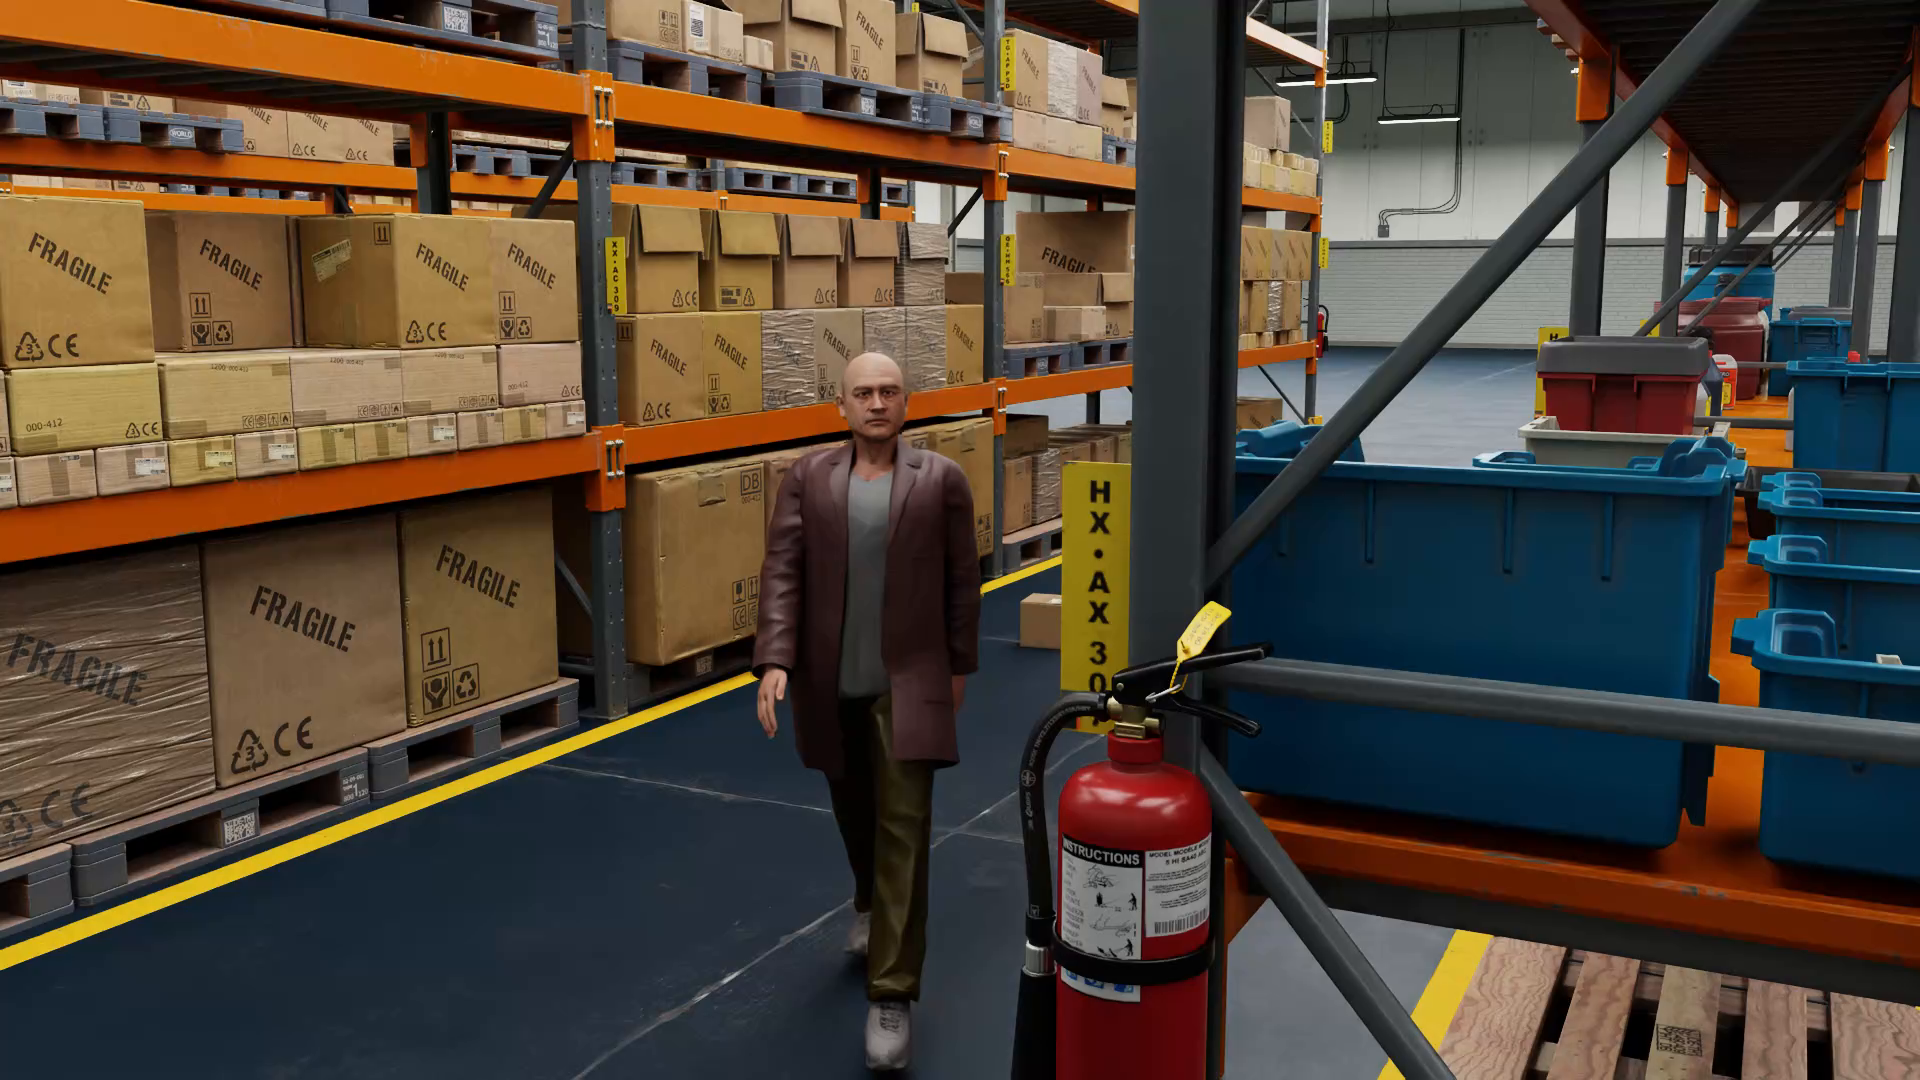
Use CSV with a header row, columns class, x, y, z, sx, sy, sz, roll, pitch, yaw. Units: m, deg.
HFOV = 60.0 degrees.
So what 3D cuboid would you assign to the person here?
class,x,y,z,sx,sy,sz,roll,pitch,yaw
person,-0.264,0.378,4.396,0.569,1.727,1.047,1,9,9
